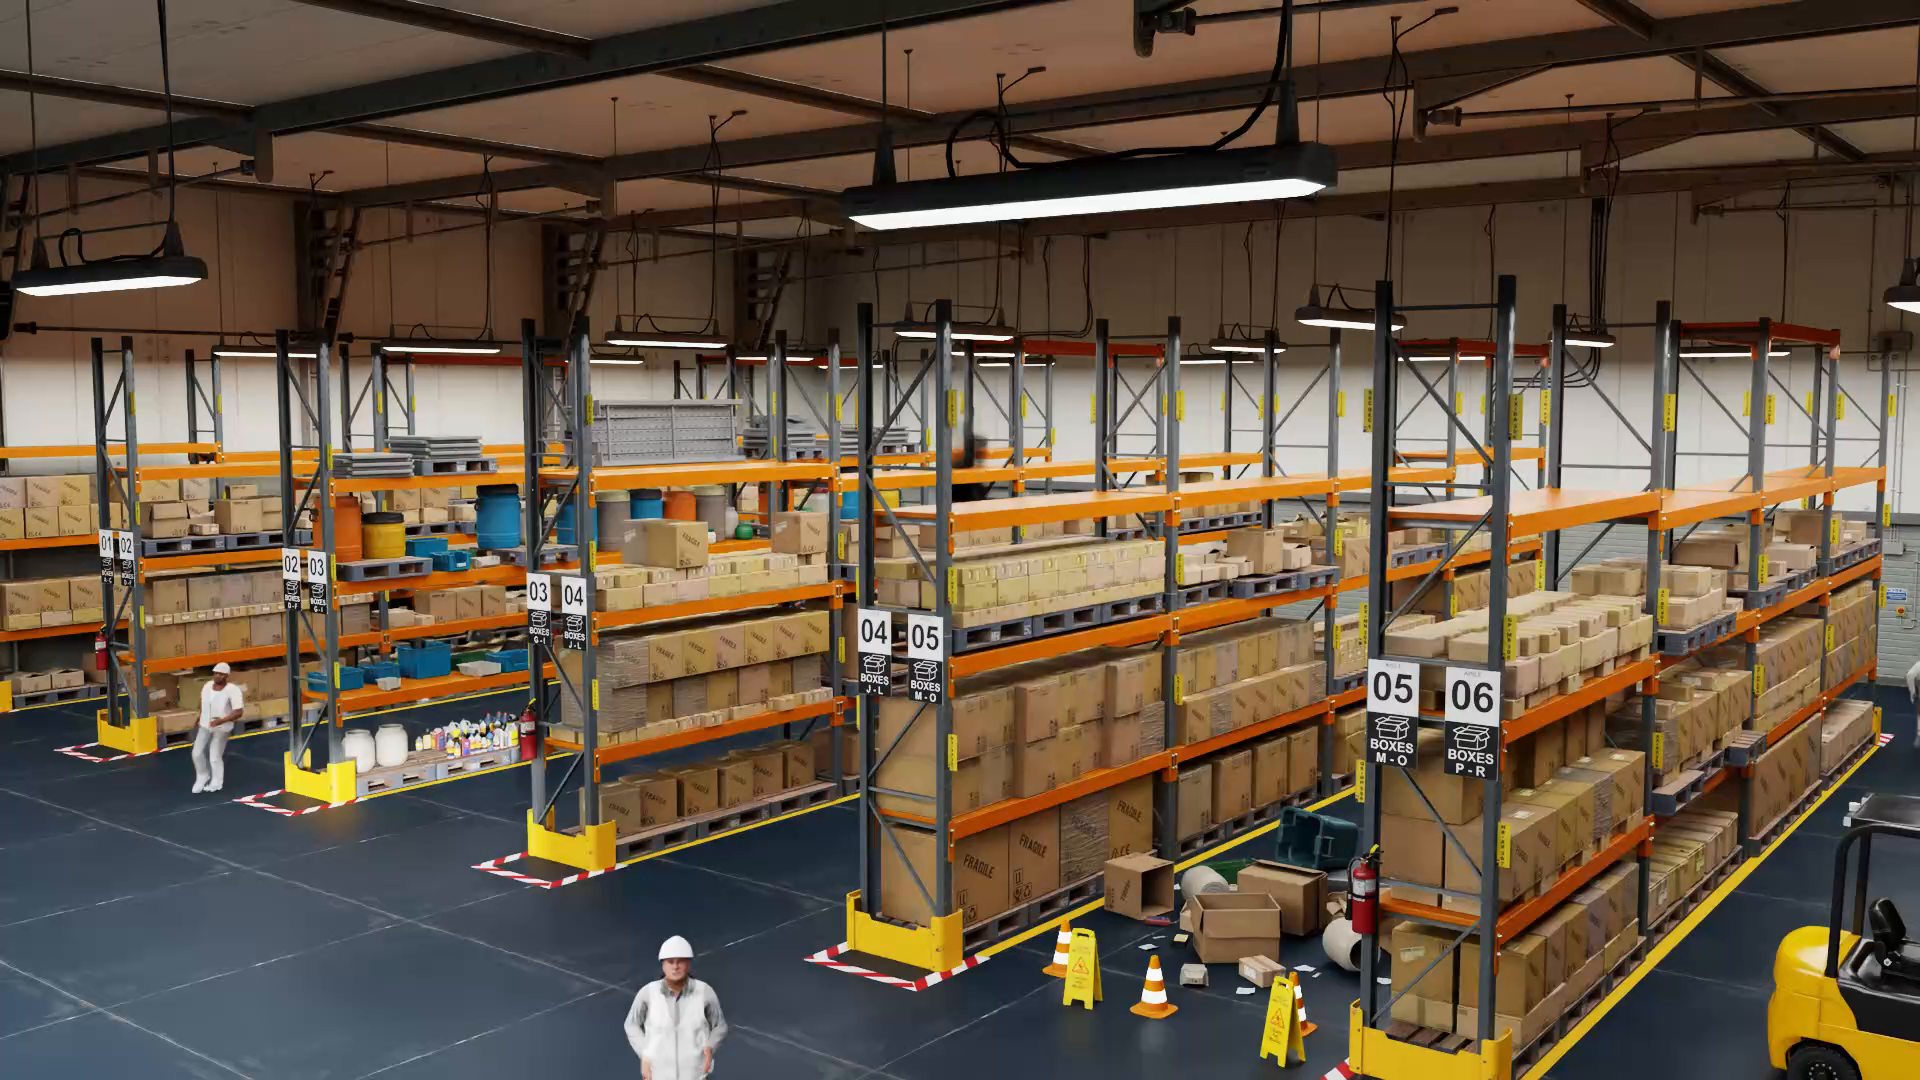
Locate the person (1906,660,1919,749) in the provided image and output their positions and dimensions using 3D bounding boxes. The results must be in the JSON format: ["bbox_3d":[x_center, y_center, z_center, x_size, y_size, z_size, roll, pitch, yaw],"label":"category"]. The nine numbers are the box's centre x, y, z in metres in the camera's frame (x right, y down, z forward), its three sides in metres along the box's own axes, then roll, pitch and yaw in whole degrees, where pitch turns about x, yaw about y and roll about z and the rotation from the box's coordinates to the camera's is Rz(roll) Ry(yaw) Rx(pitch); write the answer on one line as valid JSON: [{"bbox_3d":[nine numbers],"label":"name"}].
[{"bbox_3d":[14.012,2.247,23.976,0.644,1.631,0.632,4,6,36],"label":"person"}]

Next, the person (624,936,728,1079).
[{"bbox_3d":[-1.795,3.385,10.549,0.652,1.723,0.598,-1,5,-11],"label":"person"}]

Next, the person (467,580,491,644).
[{"bbox_3d":[-9.125,1.572,31.705,0.584,1.754,0.760,4,6,35],"label":"person"}]

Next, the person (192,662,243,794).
[{"bbox_3d":[-9.615,2.435,21.493,0.726,1.720,0.612,0,5,4],"label":"person"}]
